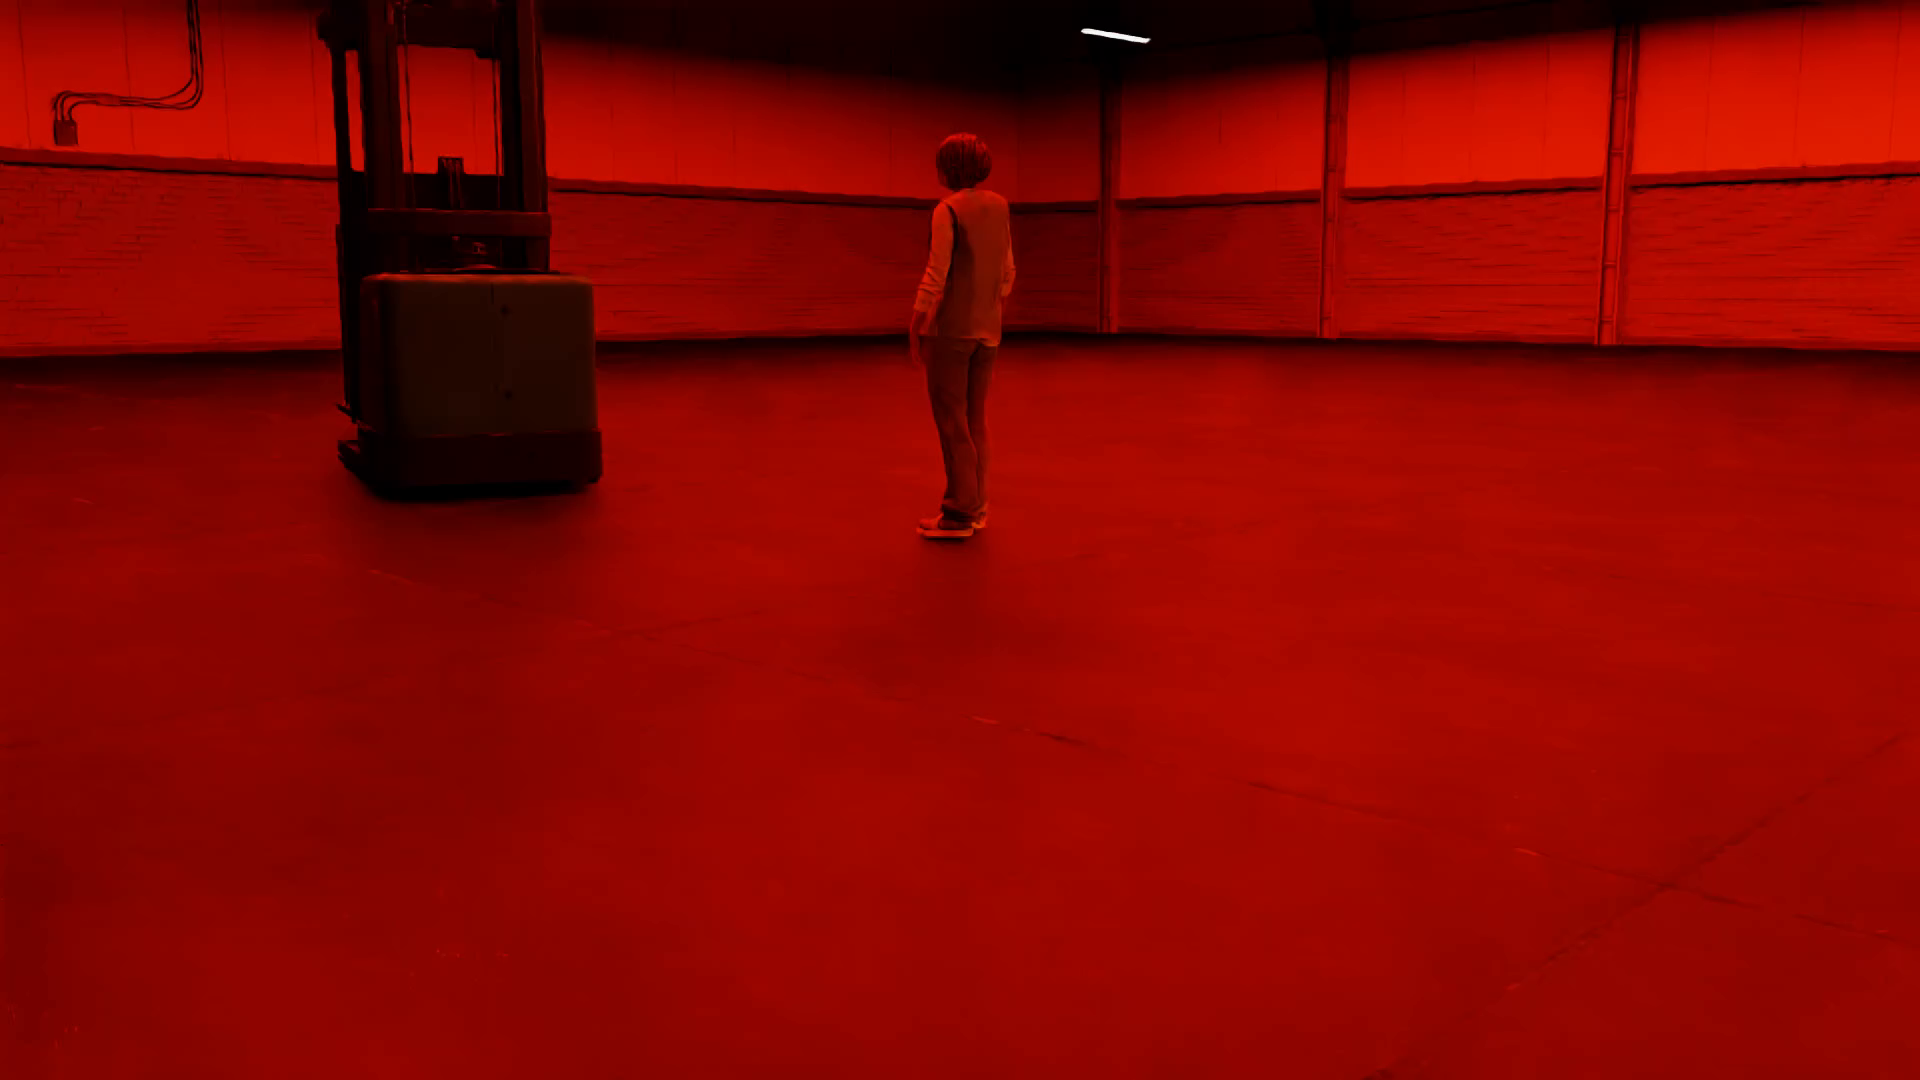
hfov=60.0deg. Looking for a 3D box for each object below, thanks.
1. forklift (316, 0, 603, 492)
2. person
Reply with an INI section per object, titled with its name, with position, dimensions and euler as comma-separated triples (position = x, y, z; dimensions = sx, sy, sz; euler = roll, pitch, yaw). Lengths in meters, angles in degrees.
[forklift]
position = -2.902, -1.862, 9.239
dimensions = 1.130, 2.935, 3.031
euler = -4, 10, -26
[person]
position = -0.044, -0.806, 6.658
dimensions = 0.474, 1.597, 0.521
euler = 8, 12, 43
